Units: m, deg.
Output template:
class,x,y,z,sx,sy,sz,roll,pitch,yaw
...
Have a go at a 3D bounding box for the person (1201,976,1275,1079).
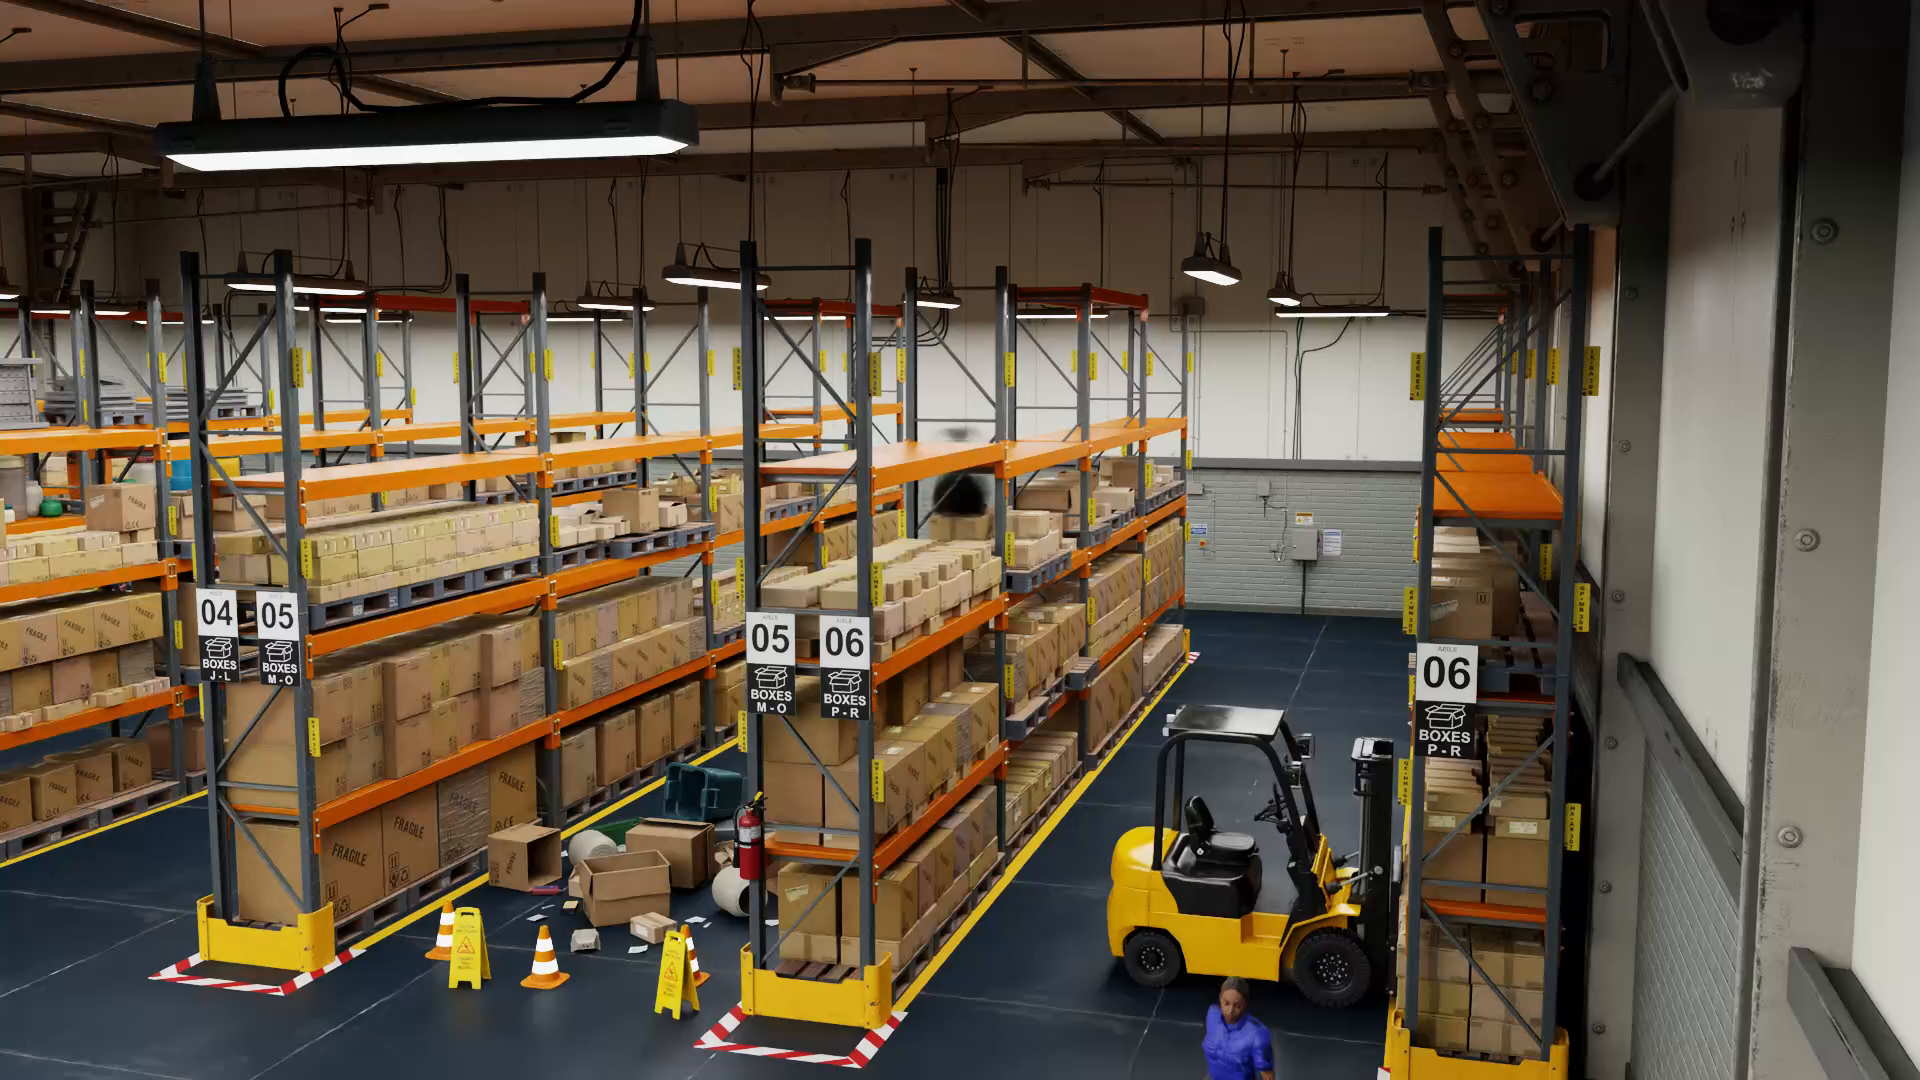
class,x,y,z,sx,sy,sz,roll,pitch,yaw
person,1.604,3.284,9.751,0.558,1.597,0.718,3,7,28
